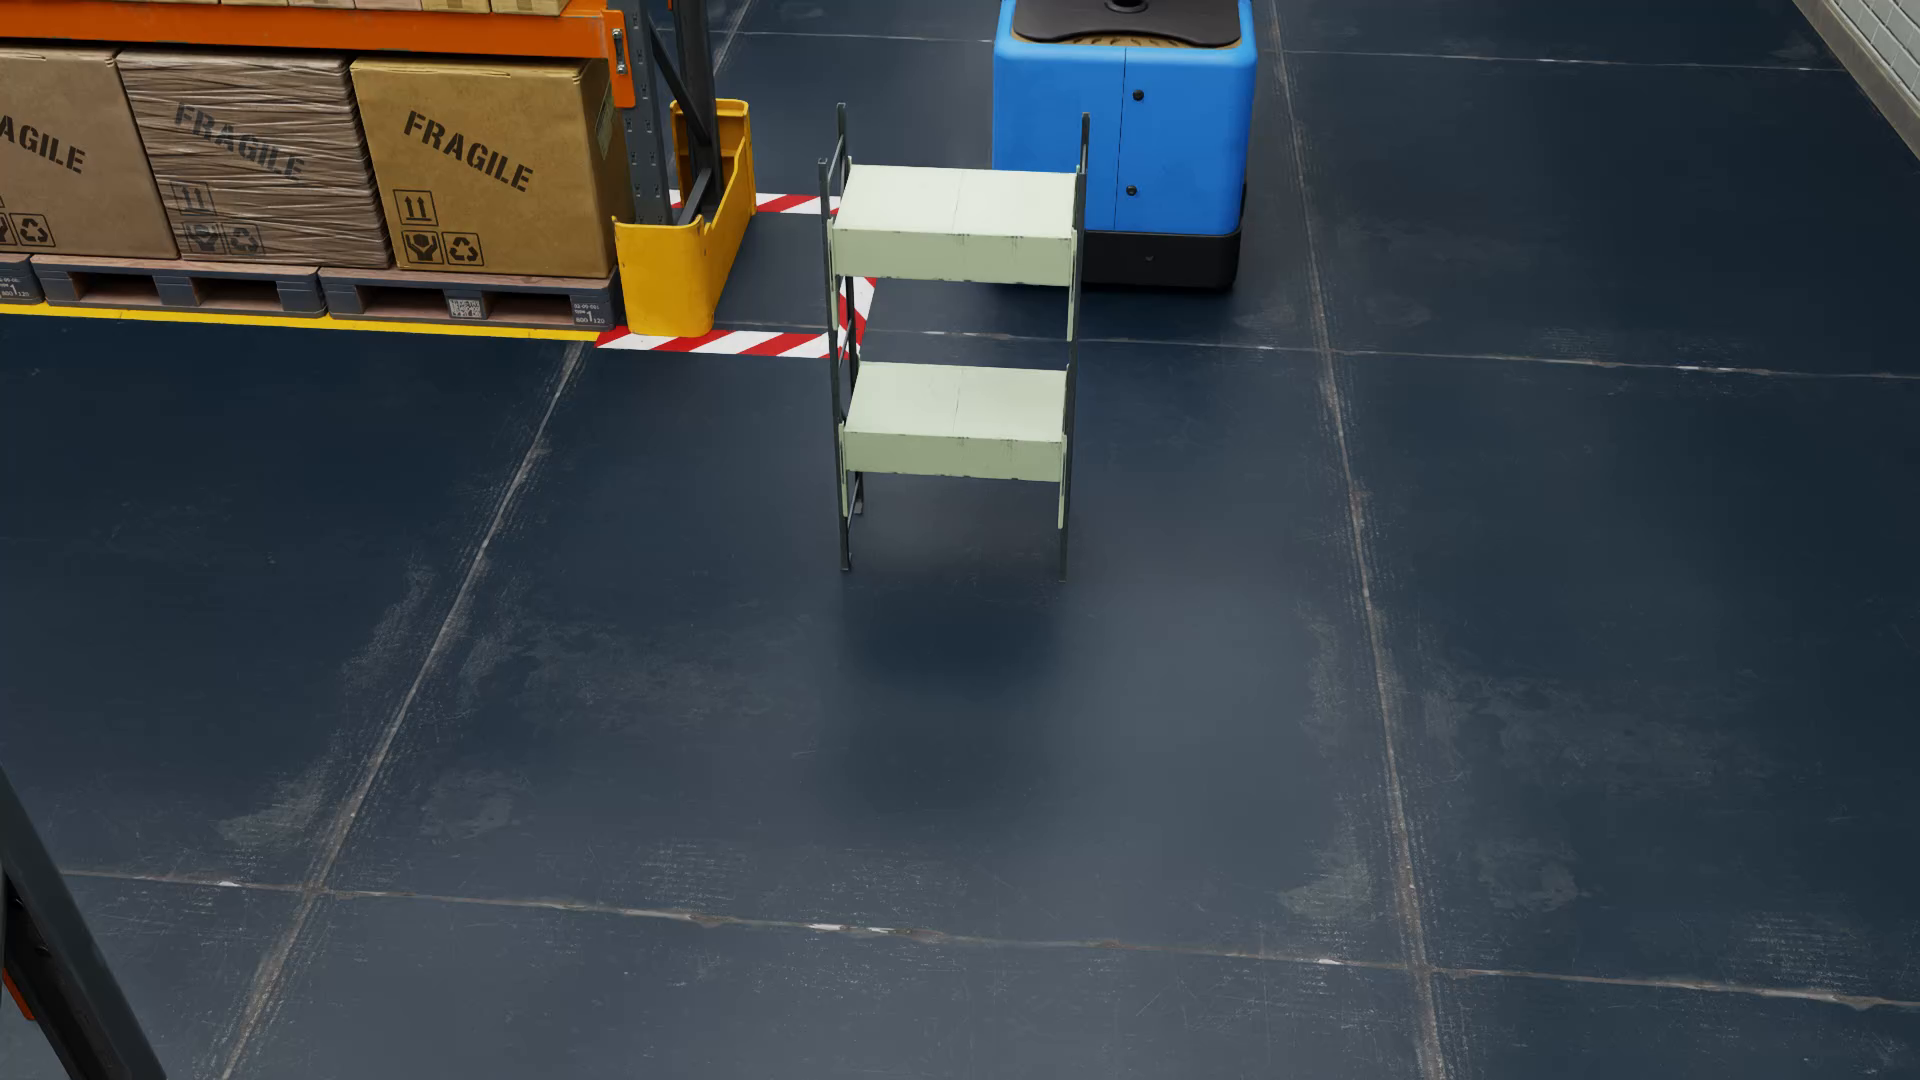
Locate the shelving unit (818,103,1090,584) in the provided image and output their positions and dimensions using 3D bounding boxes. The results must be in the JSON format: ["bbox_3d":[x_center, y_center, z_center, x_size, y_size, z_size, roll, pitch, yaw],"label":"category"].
[{"bbox_3d":[-0.007,-0.582,5.277,0.755,1.500,0.431,3,39,4],"label":"shelving unit"}]

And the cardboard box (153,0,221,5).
[{"bbox_3d":[-2.829,-2.144,6.207,0.250,0.149,0.380,3,39,4],"label":"cardboard box"}]

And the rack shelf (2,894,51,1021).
[{"bbox_3d":[-3.691,0.923,2.810,4.000,0.370,1.077,3,39,4],"label":"rack shelf"}]

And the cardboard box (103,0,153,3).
[{"bbox_3d":[-3.076,-2.159,6.226,0.250,0.149,0.380,4,39,5],"label":"cardboard box"}]

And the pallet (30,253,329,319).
[{"bbox_3d":[-3.185,-1.342,7.231,1.213,0.211,1.003,3,39,4],"label":"pallet"}]

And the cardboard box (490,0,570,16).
[{"bbox_3d":[-1.553,-2.076,6.123,0.250,0.149,0.380,4,39,5],"label":"cardboard box"}]

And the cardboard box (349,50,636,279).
[{"bbox_3d":[-1.814,-1.684,6.794,0.875,0.875,0.875,3,39,4],"label":"cardboard box"}]

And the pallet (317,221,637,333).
[{"bbox_3d":[-1.973,-1.274,7.148,1.213,0.211,1.003,3,39,4],"label":"pallet"}]

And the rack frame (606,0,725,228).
[{"bbox_3d":[-1.170,-2.361,6.274,0.127,3.000,1.000,3,39,4],"label":"rack frame"}]

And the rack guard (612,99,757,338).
[{"bbox_3d":[-1.146,-1.390,7.062,0.348,0.500,1.175,3,39,4],"label":"rack guard"}]

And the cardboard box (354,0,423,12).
[{"bbox_3d":[-2.063,-2.103,6.157,0.250,0.149,0.380,3,39,4],"label":"cardboard box"}]

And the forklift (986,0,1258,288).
[{"bbox_3d":[0.758,-3.105,7.243,1.130,2.935,3.031,3,39,4],"label":"forklift"}]

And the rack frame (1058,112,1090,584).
[{"bbox_3d":[0.358,-0.562,5.252,0.023,1.500,0.400,3,39,4],"label":"rack frame"}]

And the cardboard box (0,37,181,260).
[{"bbox_3d":[-3.608,-1.782,6.914,0.875,0.875,0.875,3,39,4],"label":"cardboard box"}]

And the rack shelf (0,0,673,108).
[{"bbox_3d":[-3.162,-2.191,6.635,4.000,0.370,1.077,3,39,4],"label":"rack shelf"}]

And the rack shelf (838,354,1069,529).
[{"bbox_3d":[-0.007,-0.329,5.483,0.720,0.370,0.431,3,39,4],"label":"rack shelf"}]

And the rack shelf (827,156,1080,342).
[{"bbox_3d":[-0.007,-0.885,5.031,0.720,0.370,0.431,3,39,4],"label":"rack shelf"}]

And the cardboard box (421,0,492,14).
[{"bbox_3d":[-1.812,-2.089,6.139,0.250,0.149,0.380,4,39,4],"label":"cardboard box"}]

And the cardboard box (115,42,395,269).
[{"bbox_3d":[-2.721,-1.734,6.854,0.875,0.875,0.875,3,39,4],"label":"cardboard box"}]

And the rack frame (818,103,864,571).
[{"bbox_3d":[-0.371,-0.602,5.301,0.023,1.500,0.400,3,39,4],"label":"rack frame"}]

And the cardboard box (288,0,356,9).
[{"bbox_3d":[-2.312,-2.118,6.174,0.250,0.149,0.380,4,39,5],"label":"cardboard box"}]

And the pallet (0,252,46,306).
[{"bbox_3d":[-4.404,-1.407,7.311,1.213,0.211,1.003,3,39,4],"label":"pallet"}]

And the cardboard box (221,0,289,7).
[{"bbox_3d":[-2.571,-2.131,6.190,0.250,0.149,0.380,2,39,3],"label":"cardboard box"}]
